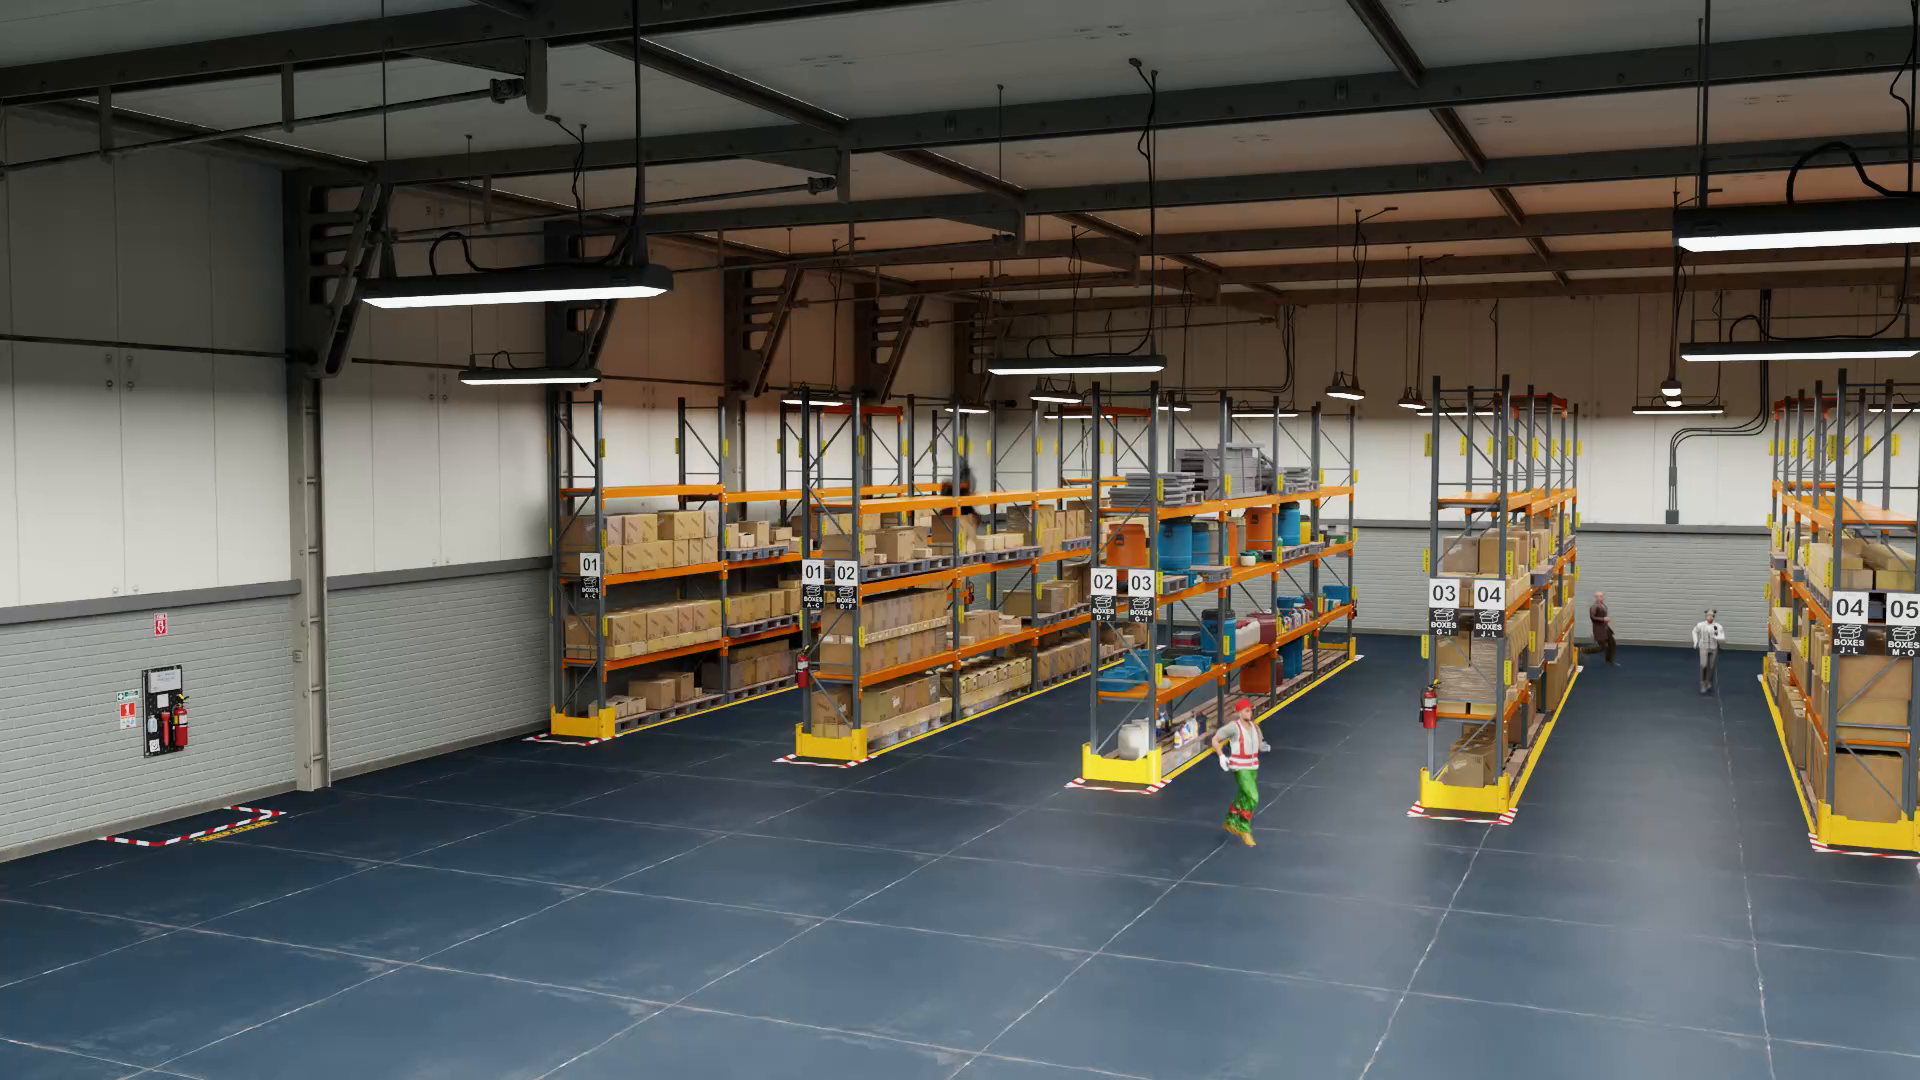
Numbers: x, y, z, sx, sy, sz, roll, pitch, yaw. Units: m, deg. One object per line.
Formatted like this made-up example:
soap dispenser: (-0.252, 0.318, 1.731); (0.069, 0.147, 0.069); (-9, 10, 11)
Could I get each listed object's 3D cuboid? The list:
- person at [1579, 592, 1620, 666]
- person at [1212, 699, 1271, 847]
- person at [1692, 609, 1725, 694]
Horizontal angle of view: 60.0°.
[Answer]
person: (14.716, 2.052, 38.313); (0.854, 1.732, 0.741); (3, 4, 41)
person: (3.608, 2.940, 21.111); (0.642, 1.838, 0.763); (-3, 4, -41)
person: (15.353, 2.274, 34.105); (0.579, 1.752, 0.751); (1, 3, 18)
